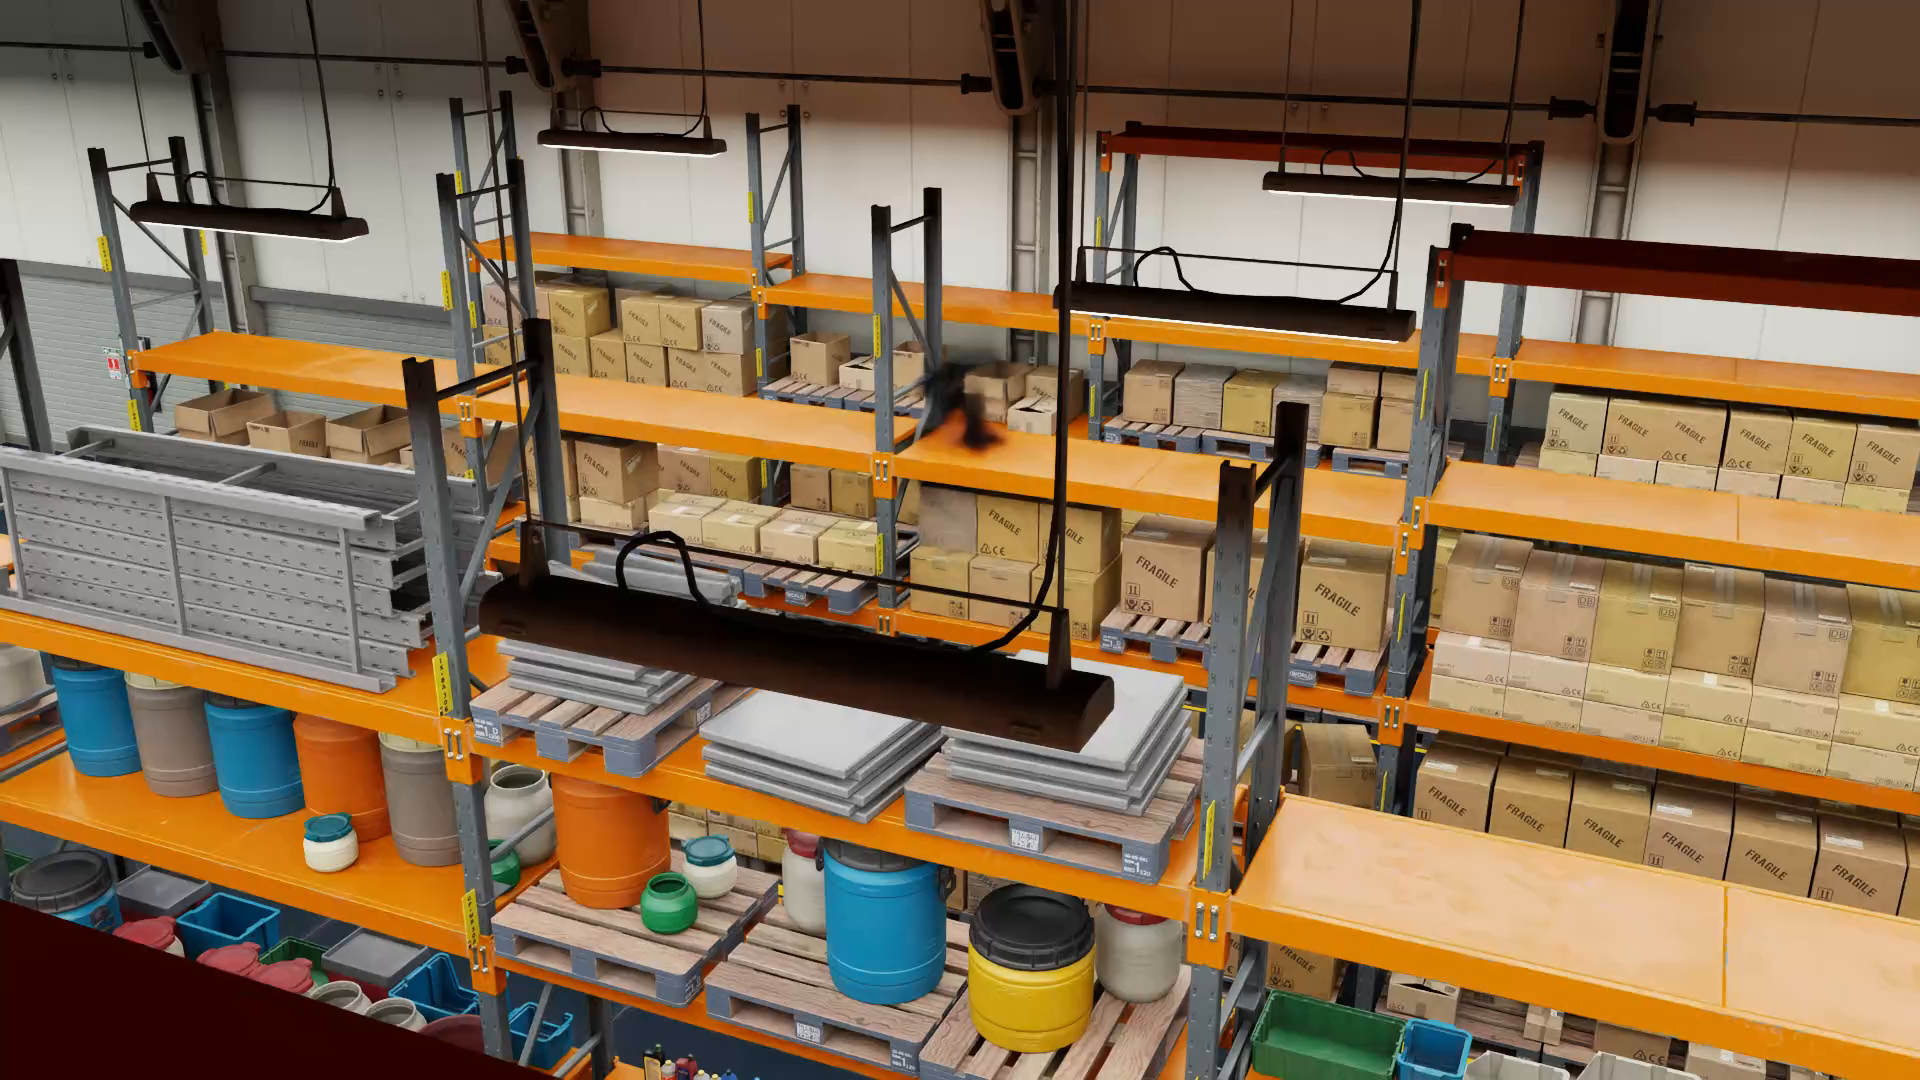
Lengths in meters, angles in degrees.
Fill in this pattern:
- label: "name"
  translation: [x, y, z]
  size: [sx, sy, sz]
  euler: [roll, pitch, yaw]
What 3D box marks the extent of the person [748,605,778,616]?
- label: "person"
  translation: [-2.186, 1.155, 17.233]
  size: [0.528, 1.574, 0.566]
  euler: [6, 21, 15]
